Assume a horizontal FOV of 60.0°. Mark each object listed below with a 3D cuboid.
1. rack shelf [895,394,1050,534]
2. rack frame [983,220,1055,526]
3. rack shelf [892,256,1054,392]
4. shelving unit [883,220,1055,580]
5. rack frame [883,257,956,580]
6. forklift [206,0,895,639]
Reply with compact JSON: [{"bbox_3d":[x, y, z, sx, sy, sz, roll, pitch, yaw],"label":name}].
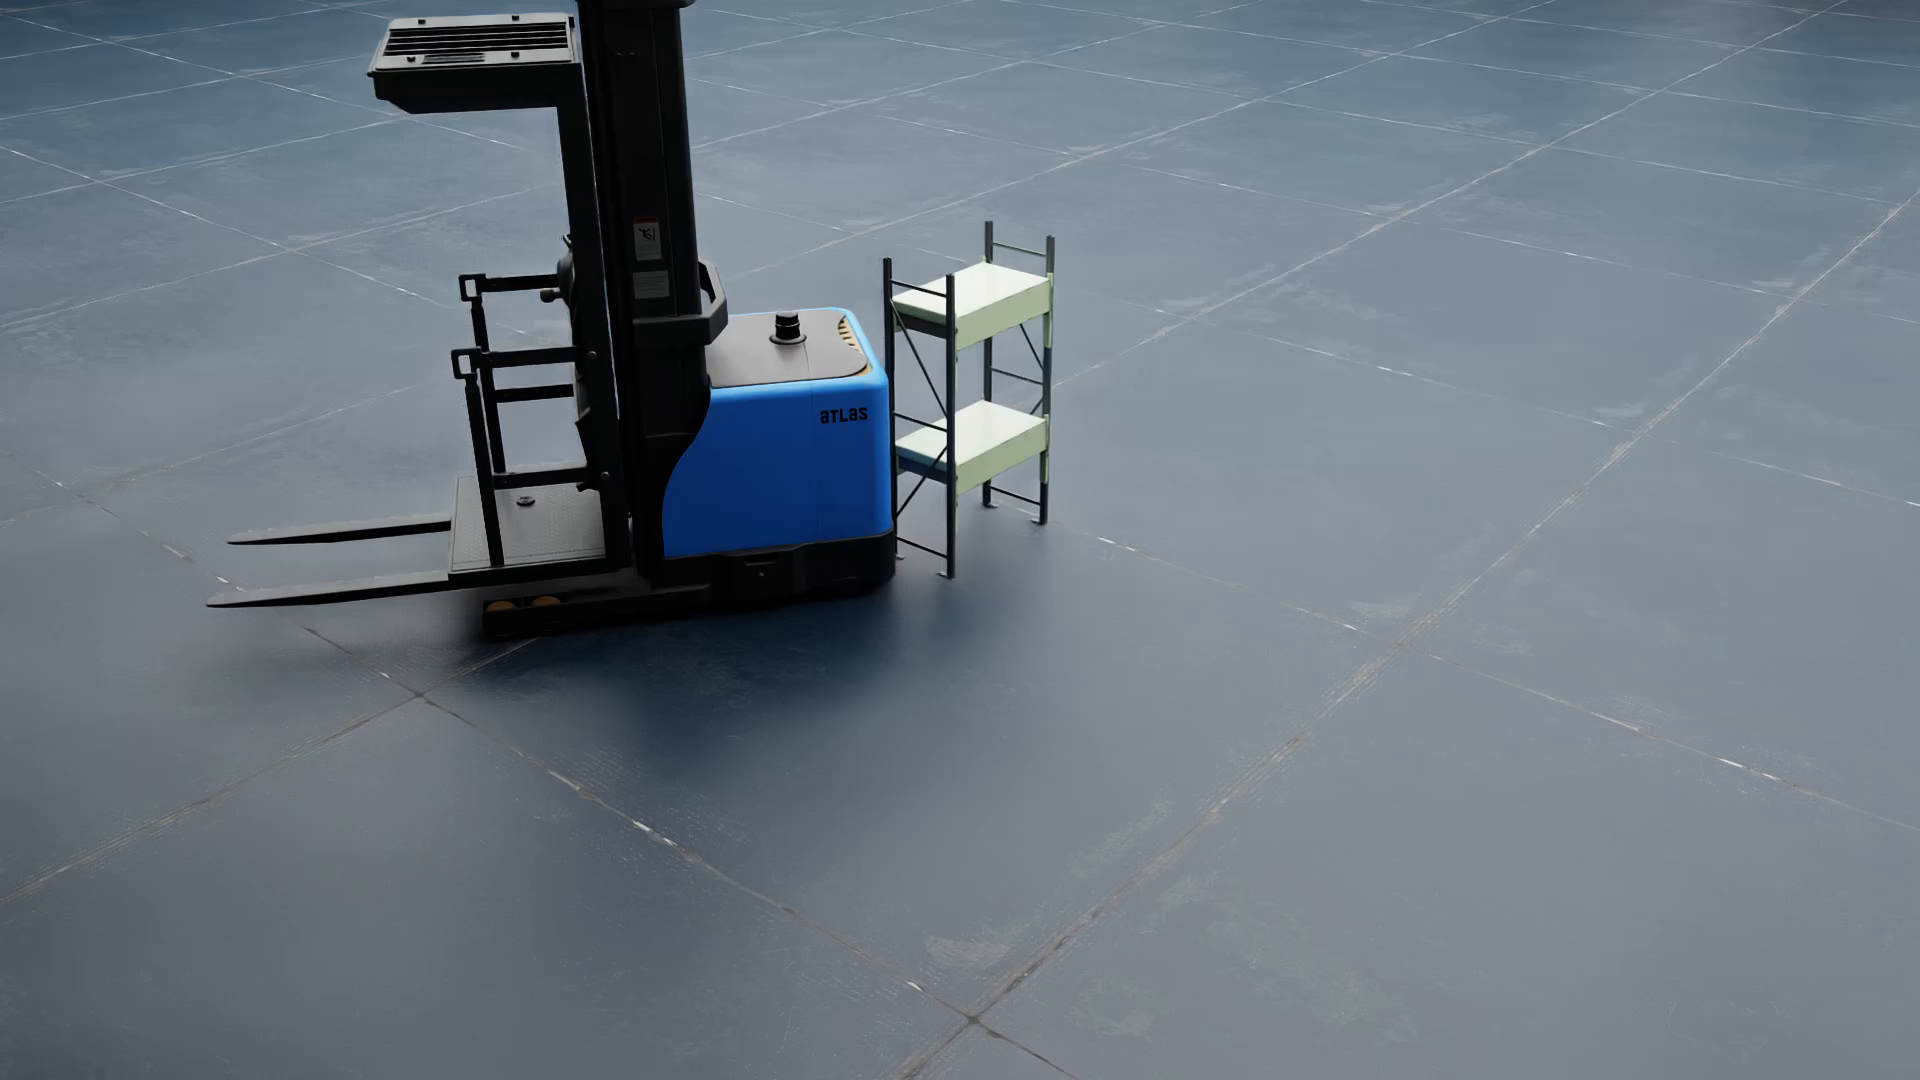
[{"bbox_3d":[0.048,-0.381,8.063,0.431,0.370,0.720,21,34,34],"label":"rack shelf"},{"bbox_3d":[0.280,-0.800,8.165,0.400,1.500,0.023,21,34,34],"label":"rack frame"},{"bbox_3d":[0.048,-1.017,7.734,0.431,0.370,0.720,21,34,34],"label":"rack shelf"},{"bbox_3d":[0.048,-0.670,7.913,0.431,1.500,0.755,21,34,34],"label":"shelving unit"},{"bbox_3d":[-0.183,-0.540,7.661,0.400,1.500,0.023,21,34,34],"label":"rack frame"},{"bbox_3d":[-1.876,-1.128,7.240,3.031,2.935,1.130,-6,28,-12],"label":"forklift"}]
